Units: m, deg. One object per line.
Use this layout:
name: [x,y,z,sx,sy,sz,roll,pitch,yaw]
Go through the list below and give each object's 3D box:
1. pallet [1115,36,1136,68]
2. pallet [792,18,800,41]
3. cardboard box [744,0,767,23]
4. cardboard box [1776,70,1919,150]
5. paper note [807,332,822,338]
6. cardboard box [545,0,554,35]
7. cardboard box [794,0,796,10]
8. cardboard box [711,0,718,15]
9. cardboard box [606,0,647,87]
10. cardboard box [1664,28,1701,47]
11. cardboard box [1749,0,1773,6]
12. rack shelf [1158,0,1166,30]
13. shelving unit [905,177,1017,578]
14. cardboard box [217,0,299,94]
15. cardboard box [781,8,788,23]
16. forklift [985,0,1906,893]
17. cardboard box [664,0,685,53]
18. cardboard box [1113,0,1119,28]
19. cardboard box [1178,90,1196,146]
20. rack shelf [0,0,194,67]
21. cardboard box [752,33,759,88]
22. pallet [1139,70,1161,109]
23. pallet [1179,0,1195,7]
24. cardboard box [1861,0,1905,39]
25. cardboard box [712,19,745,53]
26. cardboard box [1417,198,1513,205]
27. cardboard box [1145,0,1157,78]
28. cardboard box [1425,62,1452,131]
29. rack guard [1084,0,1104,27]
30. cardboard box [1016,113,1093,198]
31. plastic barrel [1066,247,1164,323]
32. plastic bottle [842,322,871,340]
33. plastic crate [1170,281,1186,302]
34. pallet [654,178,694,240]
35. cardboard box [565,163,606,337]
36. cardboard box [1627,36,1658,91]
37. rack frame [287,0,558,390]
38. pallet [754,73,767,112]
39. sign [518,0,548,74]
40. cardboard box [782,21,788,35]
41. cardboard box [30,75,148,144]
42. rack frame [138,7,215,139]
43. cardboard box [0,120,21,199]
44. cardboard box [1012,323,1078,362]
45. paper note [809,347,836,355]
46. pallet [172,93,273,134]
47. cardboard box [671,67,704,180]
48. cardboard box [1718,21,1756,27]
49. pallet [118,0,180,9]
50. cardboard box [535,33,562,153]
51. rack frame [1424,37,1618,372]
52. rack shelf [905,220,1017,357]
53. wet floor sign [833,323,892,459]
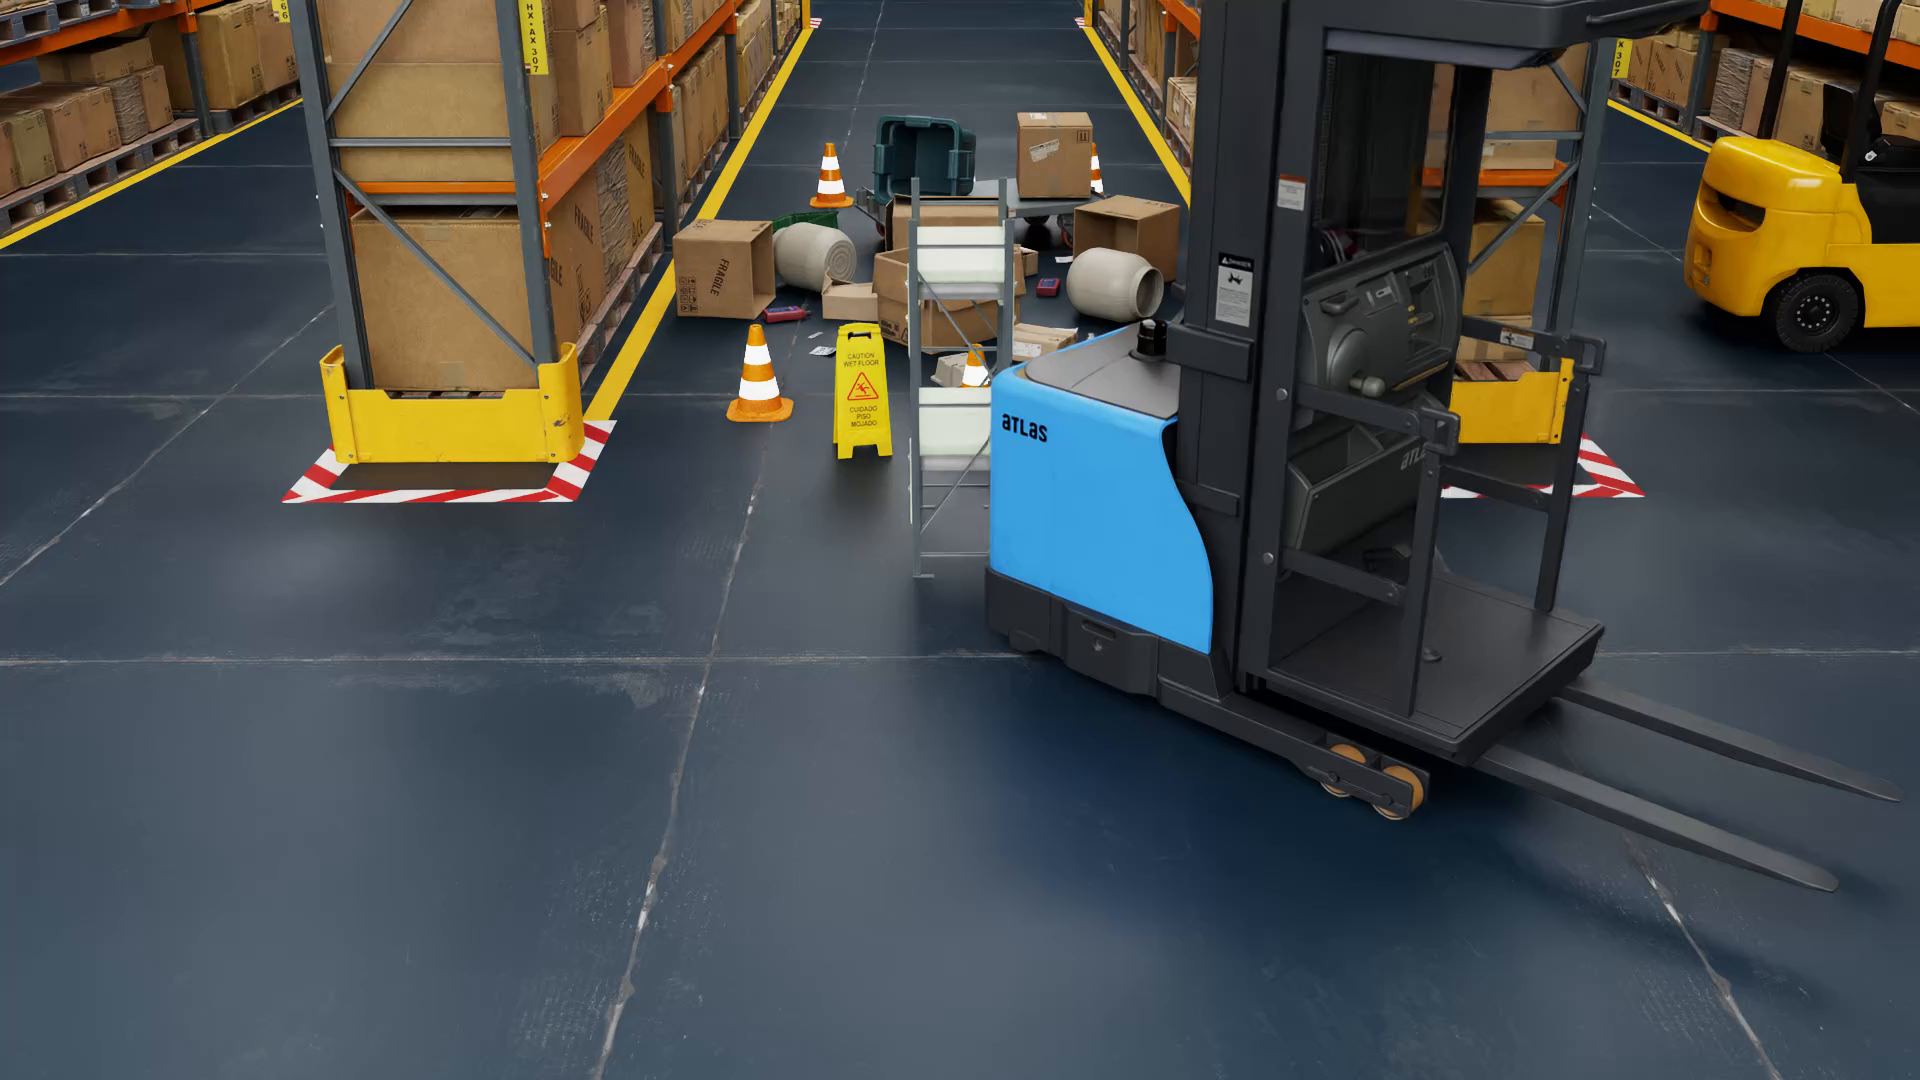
pallet: [2.423,-5.873,19.979,1.003,0.211,1.213,0,24,-1]
pallet: [-2.665,-6.777,21.979,1.003,0.211,1.213,0,24,-1]
cardboard box: [-2.342,-5.642,17.699,0.500,0.250,0.500,1,24,2]
cardboard box: [7.376,-3.511,13.745,0.875,0.625,0.625,-1,24,-3]
paper note: [-0.865,-1.225,9.946,0.032,0.001,0.123,13,27,27]
cardboard box: [-2.528,-2.761,8.222,0.875,0.550,0.550,0,24,-1]
cardboard box: [-2.340,-7.012,21.702,0.380,0.149,0.250,-1,24,-3]
cardboard box: [-2.269,-4.567,13.587,0.500,0.500,0.500,-1,24,-1]
cardboard box: [-2.463,-3.159,10.413,0.875,0.550,0.550,0,24,-1]
cardboard box: [7.068,-4.868,16.110,0.380,0.149,0.250,-1,24,-3]
cardboard box: [7.121,-4.746,14.285,0.500,0.250,0.500,-1,24,-2]
rack shelf: [2.375,-5.678,17.037,1.077,0.370,4.000,0,24,-1]
shelving unit: [0.000,-0.681,6.935,0.431,1.500,0.755,0,24,-1]
cardboard box: [-7.501,-5.012,16.761,1.225,0.875,0.875,0,24,0]
cardboard box: [-2.329,-6.478,20.522,0.380,0.149,0.250,0,24,-1]
forklift: [1.519,-0.690,5.220,3.031,2.935,1.130,21,32,38]
cardboard box: [-2.245,-3.733,11.742,0.500,0.500,0.500,0,24,0]
cardboard box: [2.435,-6.853,21.363,0.875,0.438,0.875,0,24,1]
cardboard box: [2.409,-3.639,14.335,0.950,0.372,0.625,-1,24,-2]
rack shelf: [-7.491,-3.985,13.294,1.077,0.370,4.000,0,24,-1]
cardboard box: [-2.324,-4.881,16.927,0.500,0.500,0.500,-1,24,-2]
pallet: [2.453,-4.738,17.469,1.003,0.211,1.213,0,24,-1]
pallet: [2.511,-4.801,14.458,1.213,0.211,1.003,0,24,-1]
cardboard box: [7.126,-3.902,12.421,0.500,0.250,0.500,0,24,-1]
cardboard box: [-2.317,-4.797,15.830,0.500,0.250,0.500,-1,24,-3]
cardboard box: [2.741,-1.724,9.339,0.500,0.500,0.500,-1,24,-3]
cardboard box: [2.458,-5.426,17.675,0.875,0.875,0.875,0,24,1]
cardboard box: [2.203,-2.289,8.188,0.500,0.500,0.500,-1,24,-1]
rack guard: [2.309,-7.349,22.892,1.175,0.500,0.348,0,24,-1]
cardboard box: [0.661,-2.719,11.736,0.500,0.500,0.500,0,24,-1]
plastic barrel: [0.948,-1.556,10.176,0.512,0.421,0.421,19,30,35]
plastic bottle: [-0.623,-1.246,9.932,0.133,0.061,0.283,-9,26,-19]
plastic crate: [1.638,-1.552,10.585,0.402,0.080,0.583,-9,26,-19]
pallet: [-2.592,-2.517,12.558,1.003,0.211,1.213,0,24,-1]
cardboard box: [-2.550,-1.686,9.407,0.875,0.875,0.875,-1,24,-1]
cardboard box: [7.137,-4.853,16.864,0.500,0.500,0.500,1,24,2]
rack frame: [-2.464,-1.821,7.637,1.000,3.000,0.127,0,24,-1]
pallet: [-2.569,-4.671,17.321,1.003,0.211,1.213,0,24,-1]
sign: [-1.909,-2.252,7.442,0.100,0.325,0.005,0,24,-1]
cardboard box: [-2.333,-6.344,20.587,0.380,0.149,0.250,-1,24,-2]
cardboard box: [-7.466,-3.694,14.277,0.700,0.500,0.500,-2,24,-5]
rack frame: [-7.512,-5.137,14.968,1.000,3.000,0.127,0,24,-1]
cardboard box: [-7.454,-2.803,12.308,0.700,0.500,0.500,-2,24,-5]
cardboard box: [0.450,-1.117,9.539,0.380,0.149,0.250,13,27,27]
paper note: [-0.783,-1.104,9.656,0.144,0.017,0.142,8,26,18]
pallet: [-7.446,-4.192,16.262,1.003,0.211,1.213,0,24,-1]
cardboard box: [-2.612,-3.289,13.102,1.050,0.750,0.750,0,24,-1]
cardboard box: [7.697,-5.094,16.609,0.380,0.149,0.250,-1,24,-3]
pallet: [-7.398,-4.756,14.360,1.213,0.211,1.003,0,24,-1]
cardboard box: [-2.542,-2.269,8.444,0.875,0.550,0.550,0,24,-1]
rack frame: [2.484,-1.885,7.778,1.000,3.000,0.127,0,24,-1]
rack shelf: [0.000,-1.036,6.774,0.431,0.370,0.720,0,24,-1]
wet floor sign: [-0.484,-0.745,8.115,0.267,0.644,0.232,-4,25,-10]
